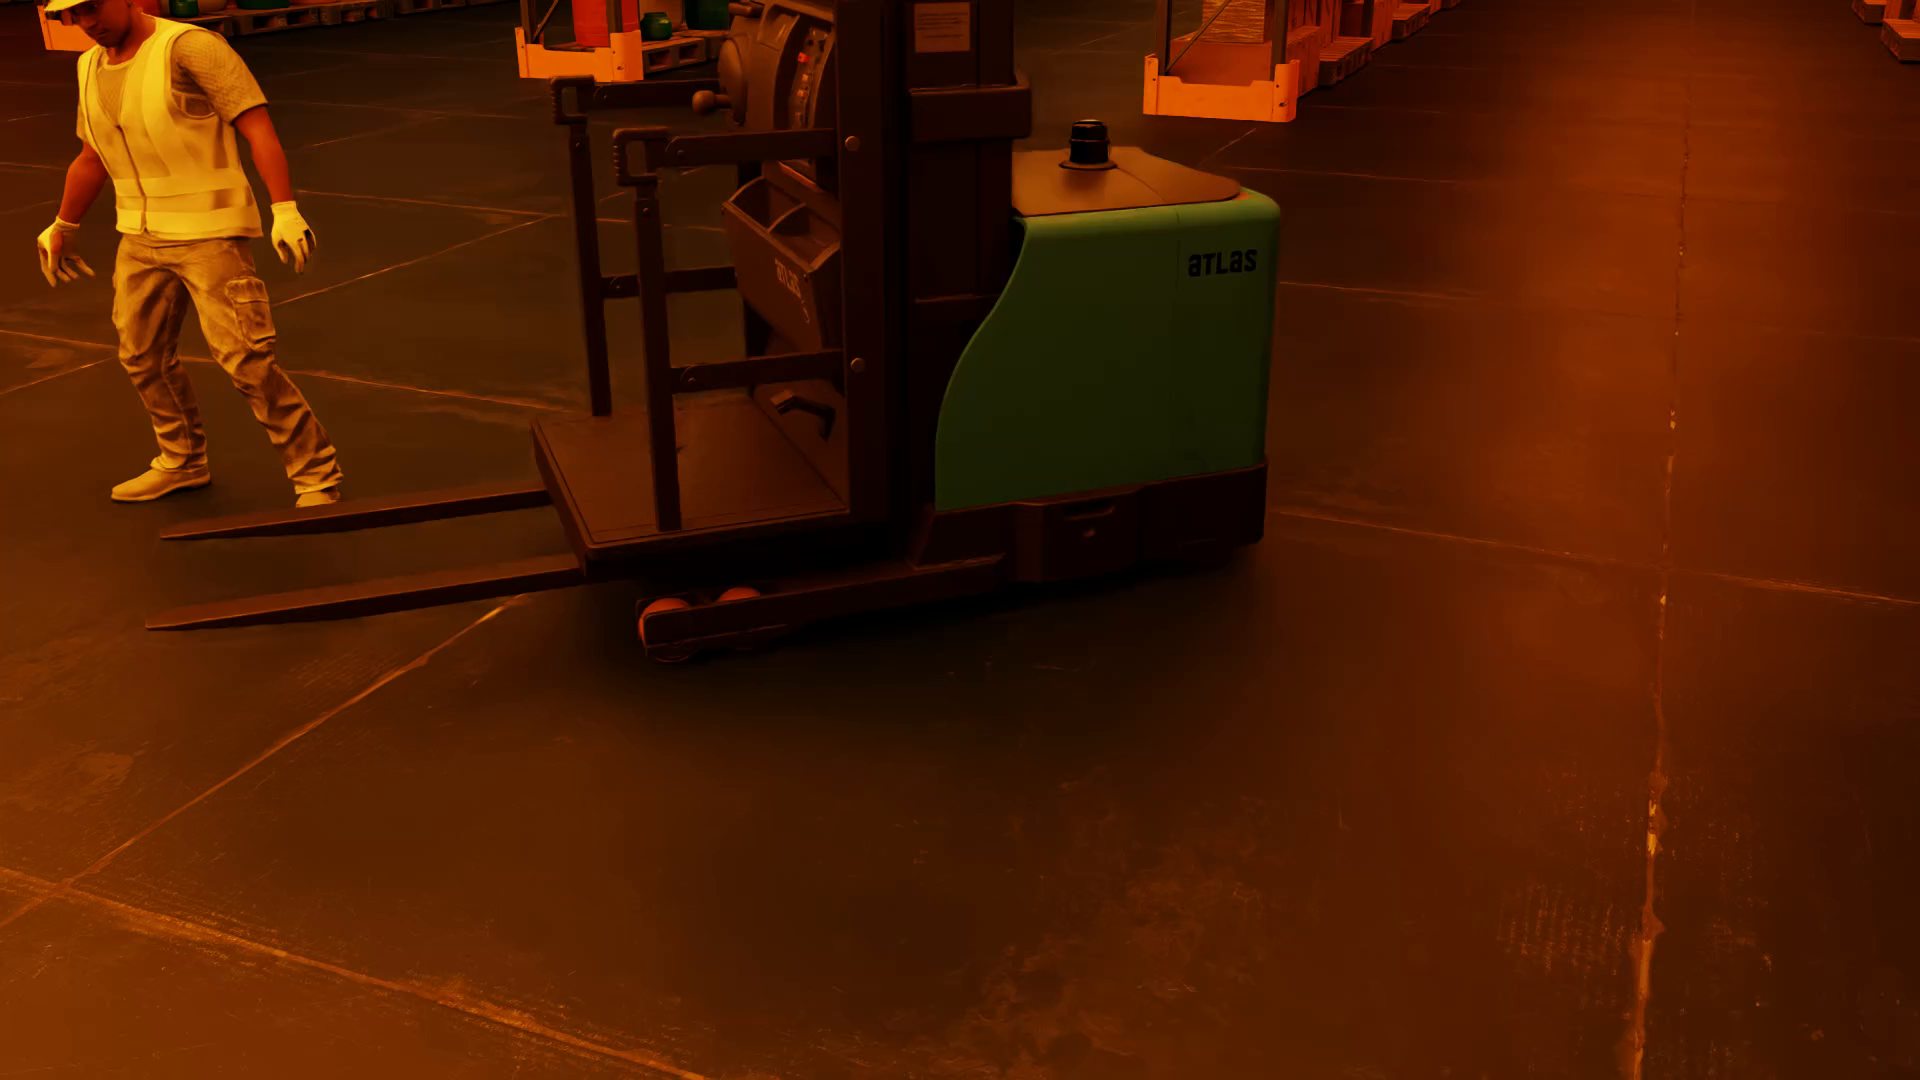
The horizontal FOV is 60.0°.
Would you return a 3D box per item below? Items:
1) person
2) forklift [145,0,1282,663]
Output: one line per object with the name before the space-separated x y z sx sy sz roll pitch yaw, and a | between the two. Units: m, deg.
person | -2.387 -0.904 5.022 0.937 1.733 0.433 9 24 20
forklift | -0.668 -1.262 4.313 3.031 2.935 1.130 -8 24 -19
